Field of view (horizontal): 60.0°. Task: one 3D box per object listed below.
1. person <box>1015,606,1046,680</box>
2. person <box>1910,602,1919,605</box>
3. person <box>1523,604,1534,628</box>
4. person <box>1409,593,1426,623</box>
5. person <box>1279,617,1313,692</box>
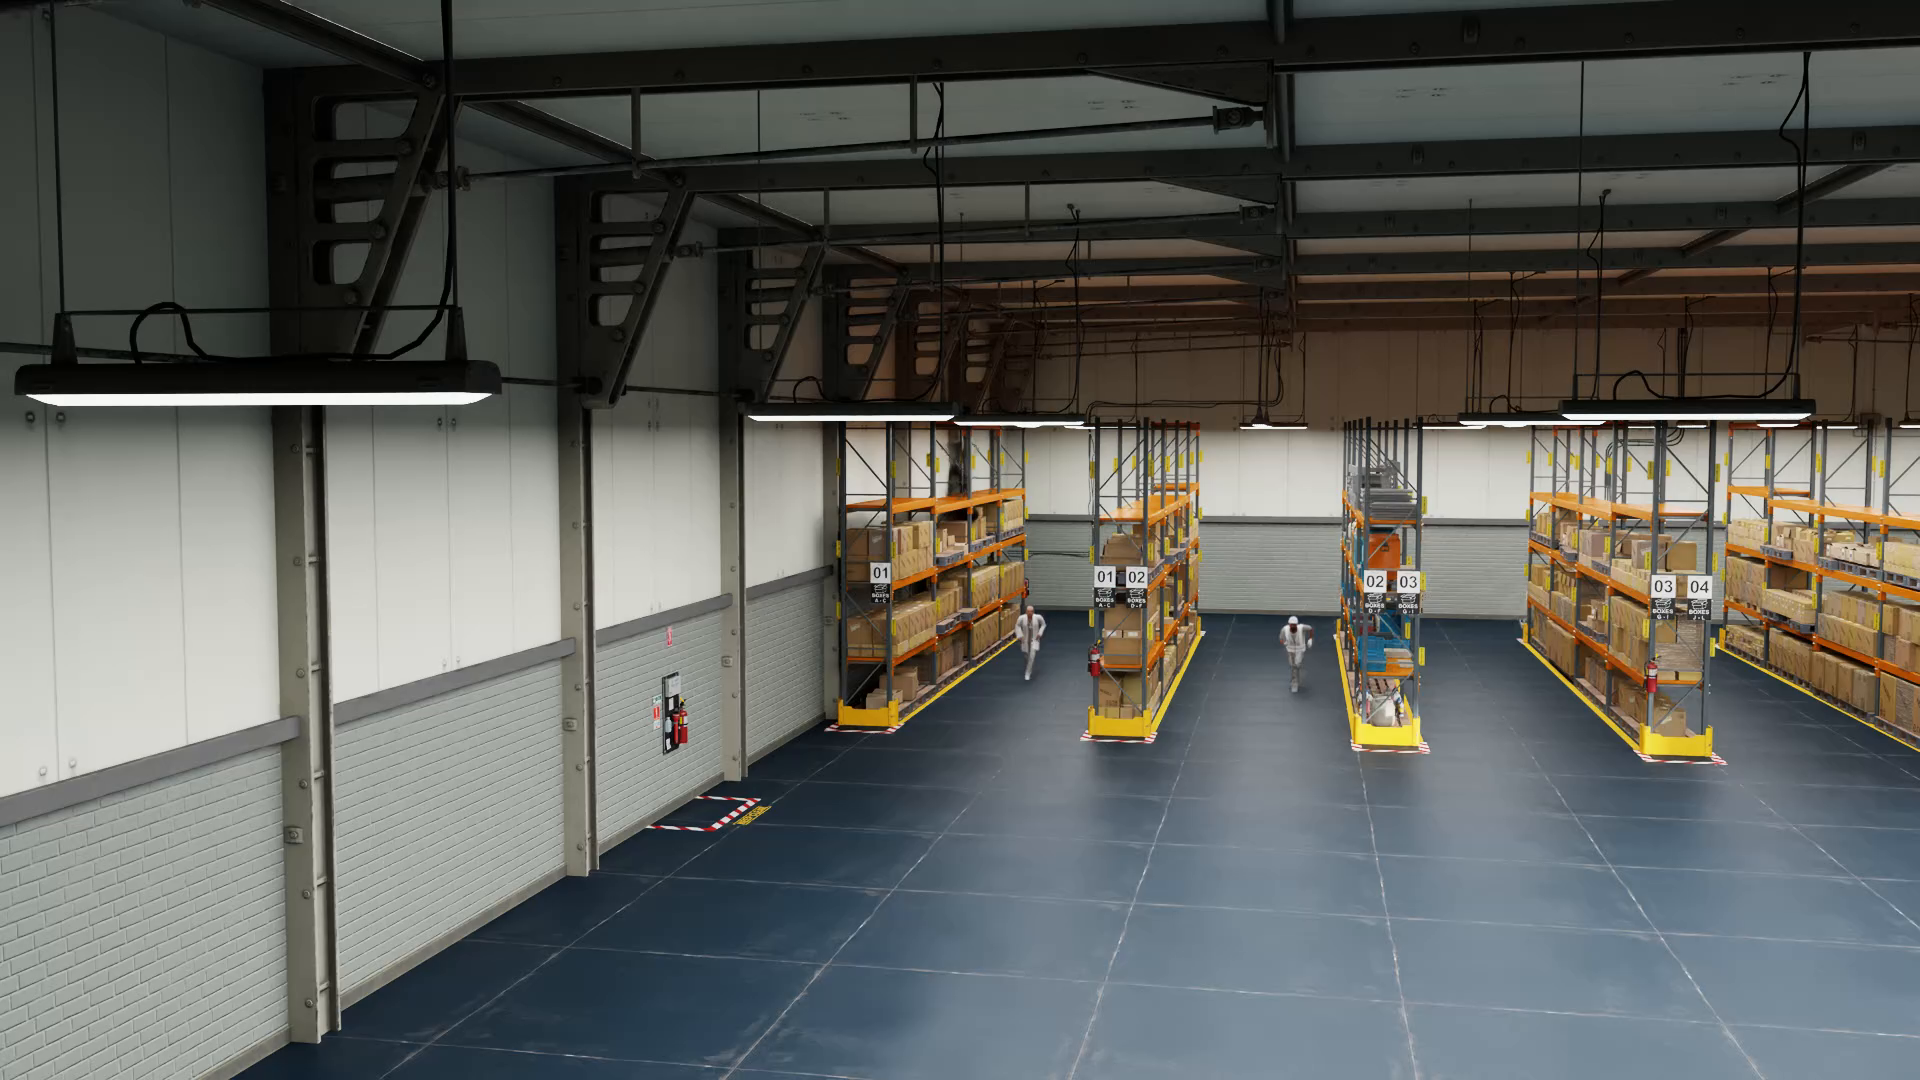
[{"bbox_3d":[1.647,2.374,38.818,0.713,1.735,0.911,0,4,1],"label":"person"},{"bbox_3d":[22.120,2.337,38.613,0.659,1.809,0.878,0,4,6],"label":"person"},{"bbox_3d":[16.194,1.949,46.765,0.533,1.537,0.665,-3,5,-39],"label":"person"},{"bbox_3d":[12.896,1.782,47.364,0.736,1.680,0.655,1,4,22],"label":"person"},{"bbox_3d":[7.461,2.520,36.881,0.727,1.724,1.016,1,4,20],"label":"person"}]
